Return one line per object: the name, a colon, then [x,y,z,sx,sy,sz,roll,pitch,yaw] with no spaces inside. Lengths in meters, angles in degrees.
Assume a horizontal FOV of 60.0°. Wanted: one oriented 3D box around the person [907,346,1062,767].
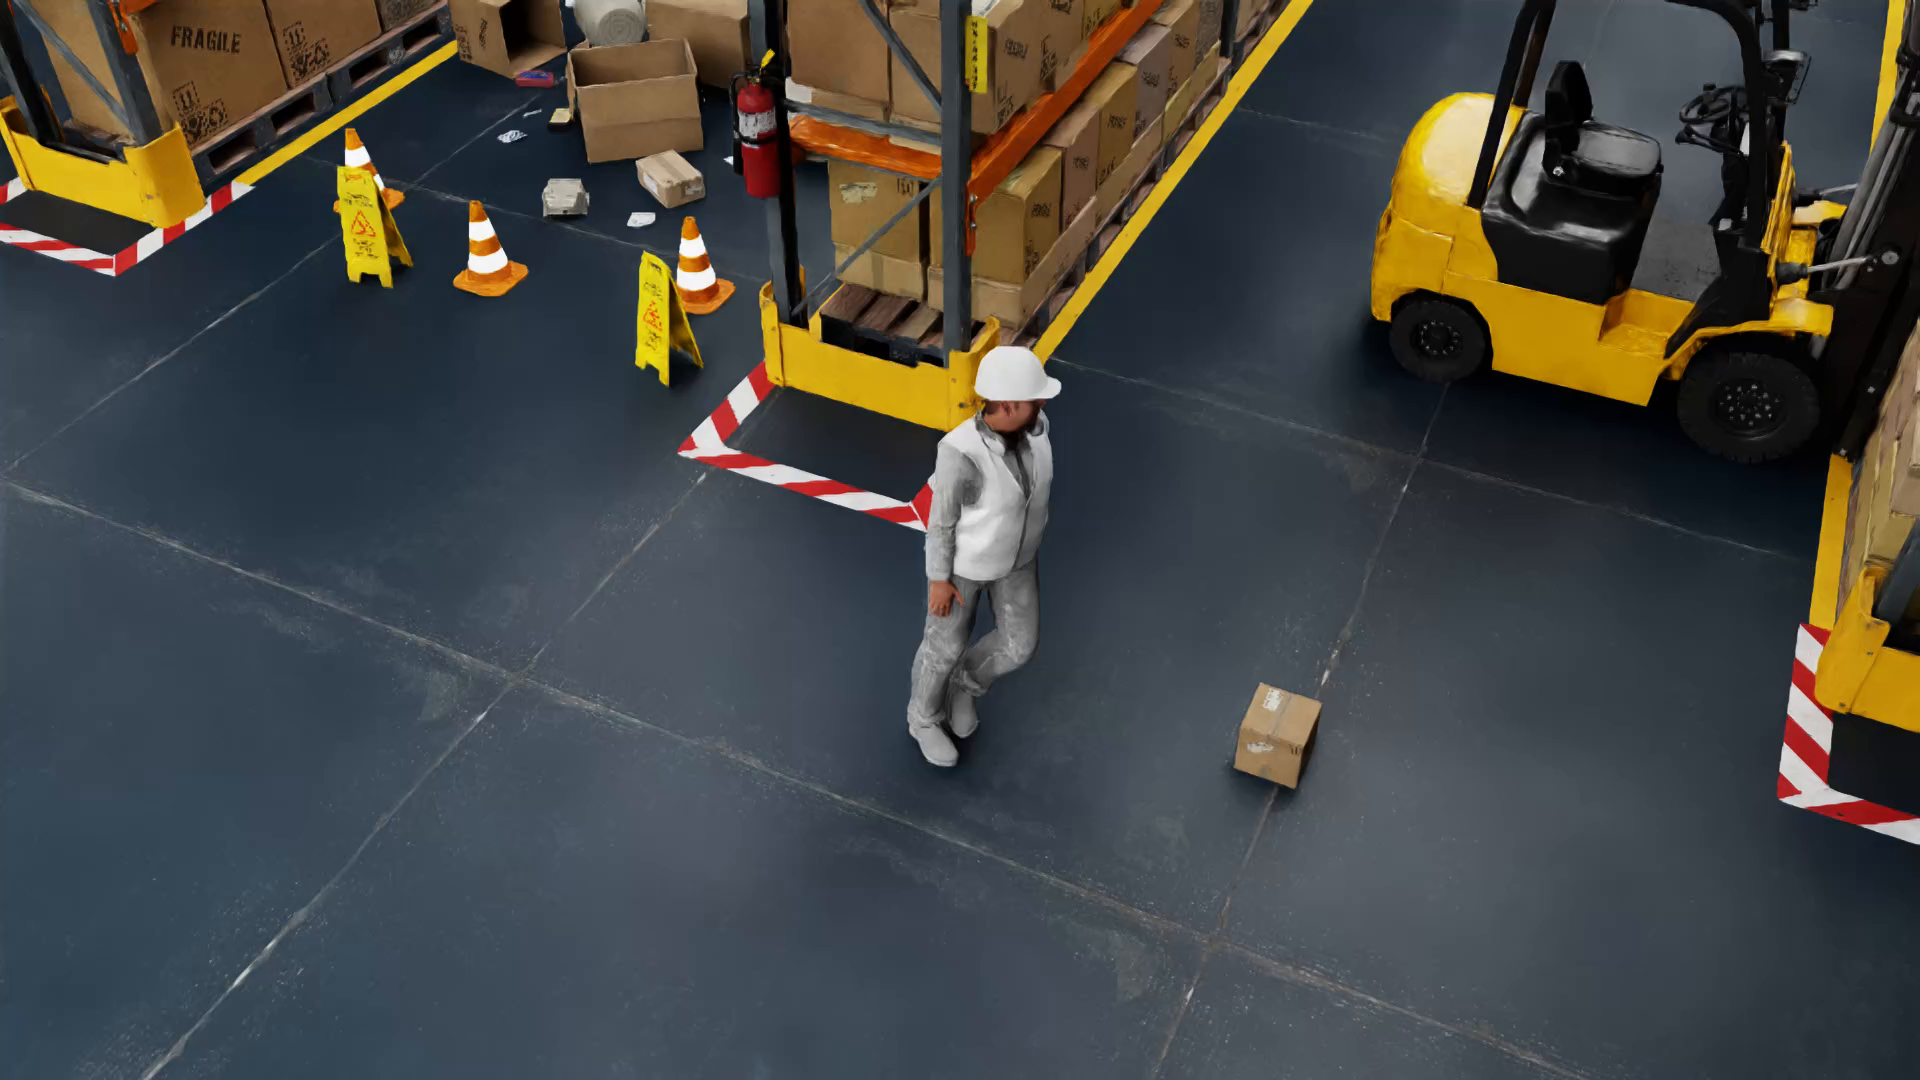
person: [0.092,0.054,6.083,0.657,1.747,0.426,-28,49,-28]
